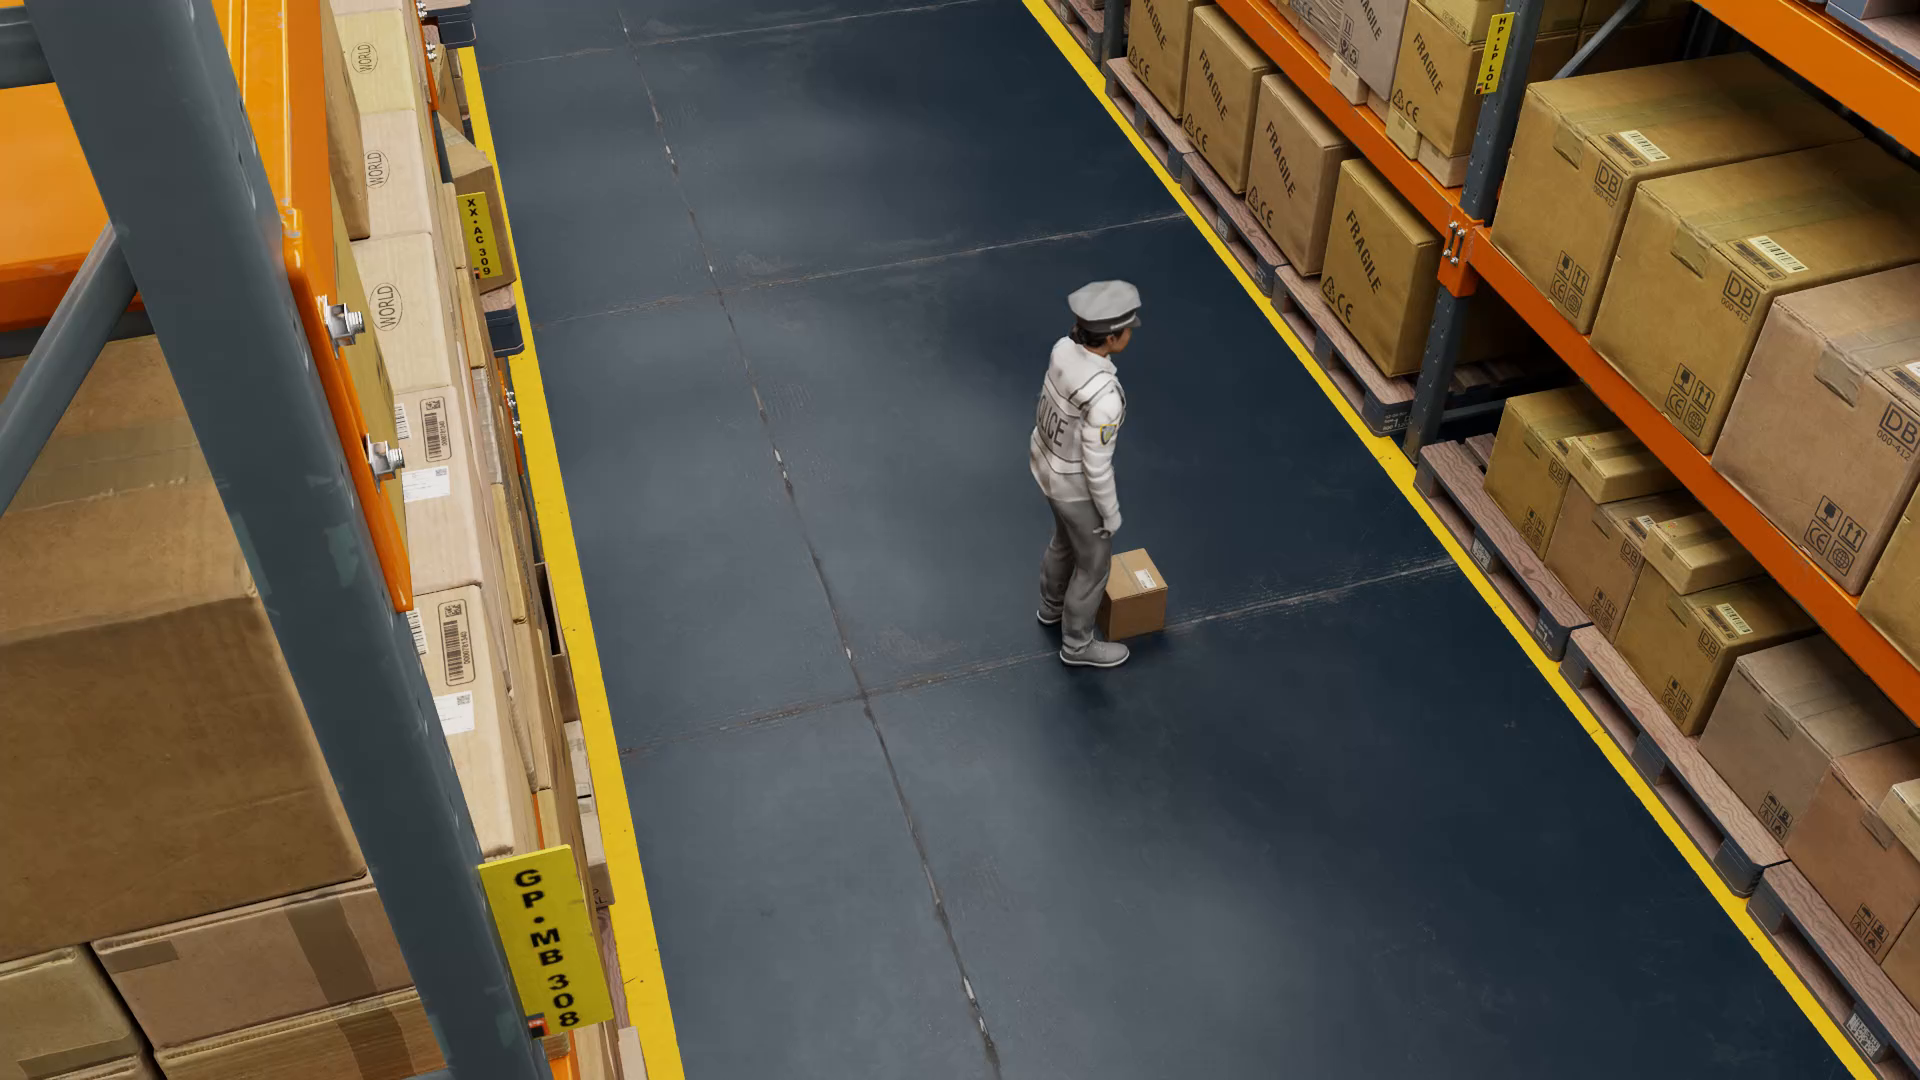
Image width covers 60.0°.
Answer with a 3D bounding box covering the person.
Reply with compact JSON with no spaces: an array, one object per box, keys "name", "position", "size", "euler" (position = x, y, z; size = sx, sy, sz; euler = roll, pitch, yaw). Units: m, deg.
[{"name":"person","position":[0.472,-0.237,6.416],"size":[0.376,1.663,0.530],"euler":[-12,44,-13]}]
